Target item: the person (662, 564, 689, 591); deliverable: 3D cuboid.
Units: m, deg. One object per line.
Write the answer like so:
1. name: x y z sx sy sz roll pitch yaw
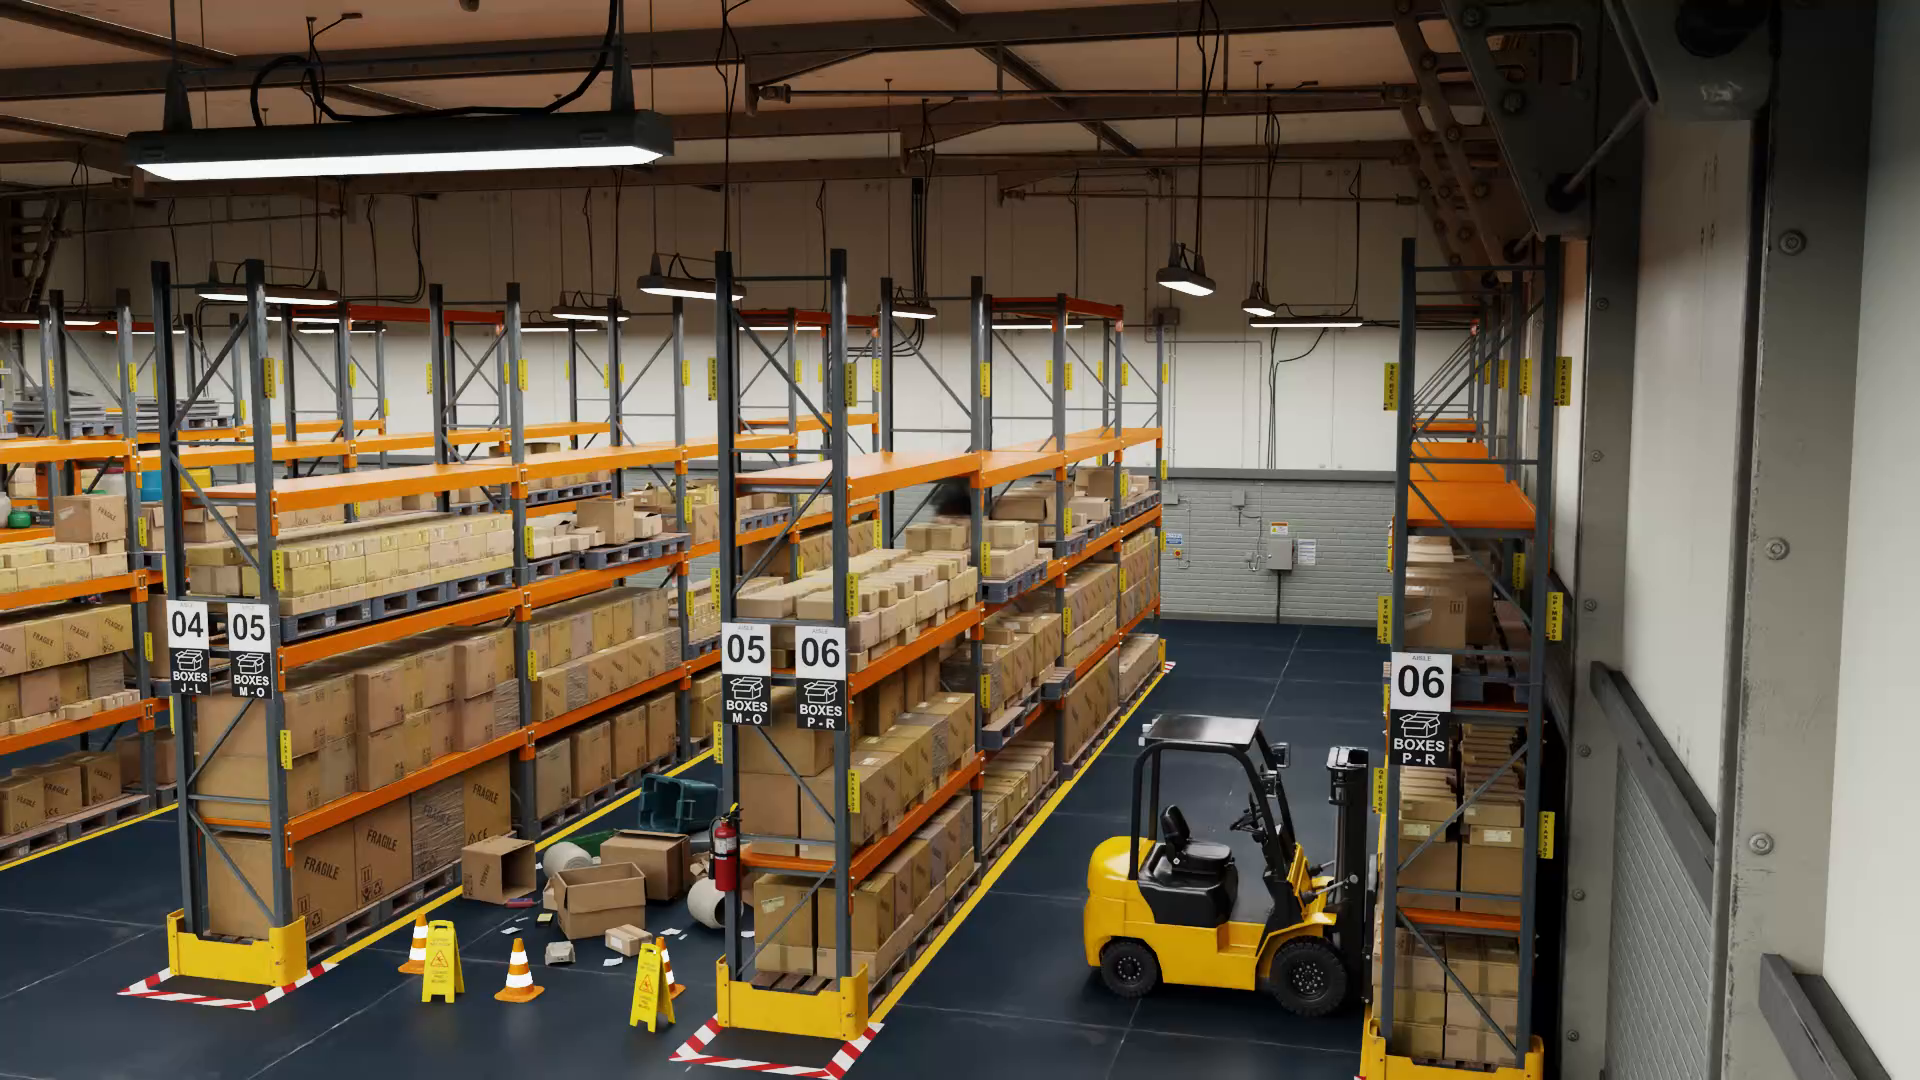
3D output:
1. person: -5.129 1.209 29.916 0.563 1.542 0.865 -1 6 -6
